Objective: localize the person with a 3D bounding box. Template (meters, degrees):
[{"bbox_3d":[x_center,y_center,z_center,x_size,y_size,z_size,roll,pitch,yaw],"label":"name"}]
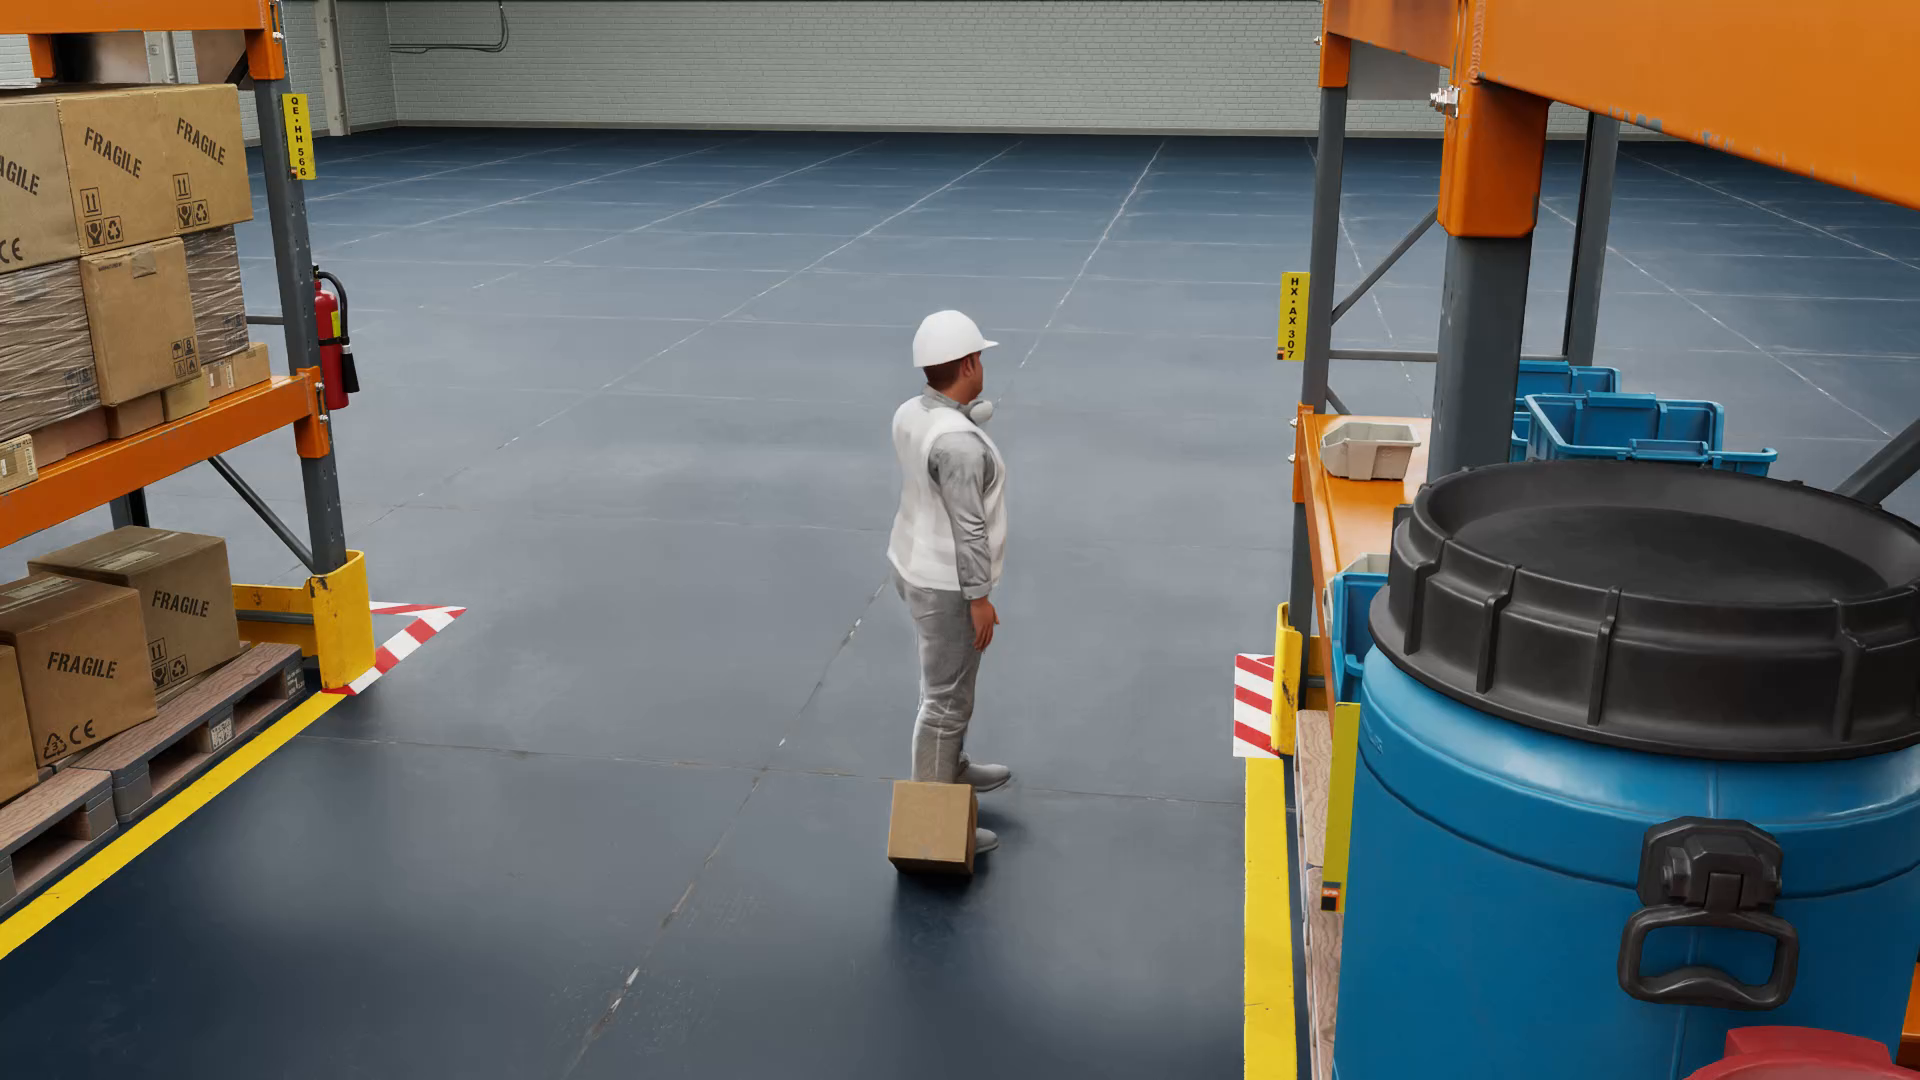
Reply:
[{"bbox_3d":[0.008,0.120,5.544,0.462,1.781,0.585,-5,19,-16],"label":"person"}]
